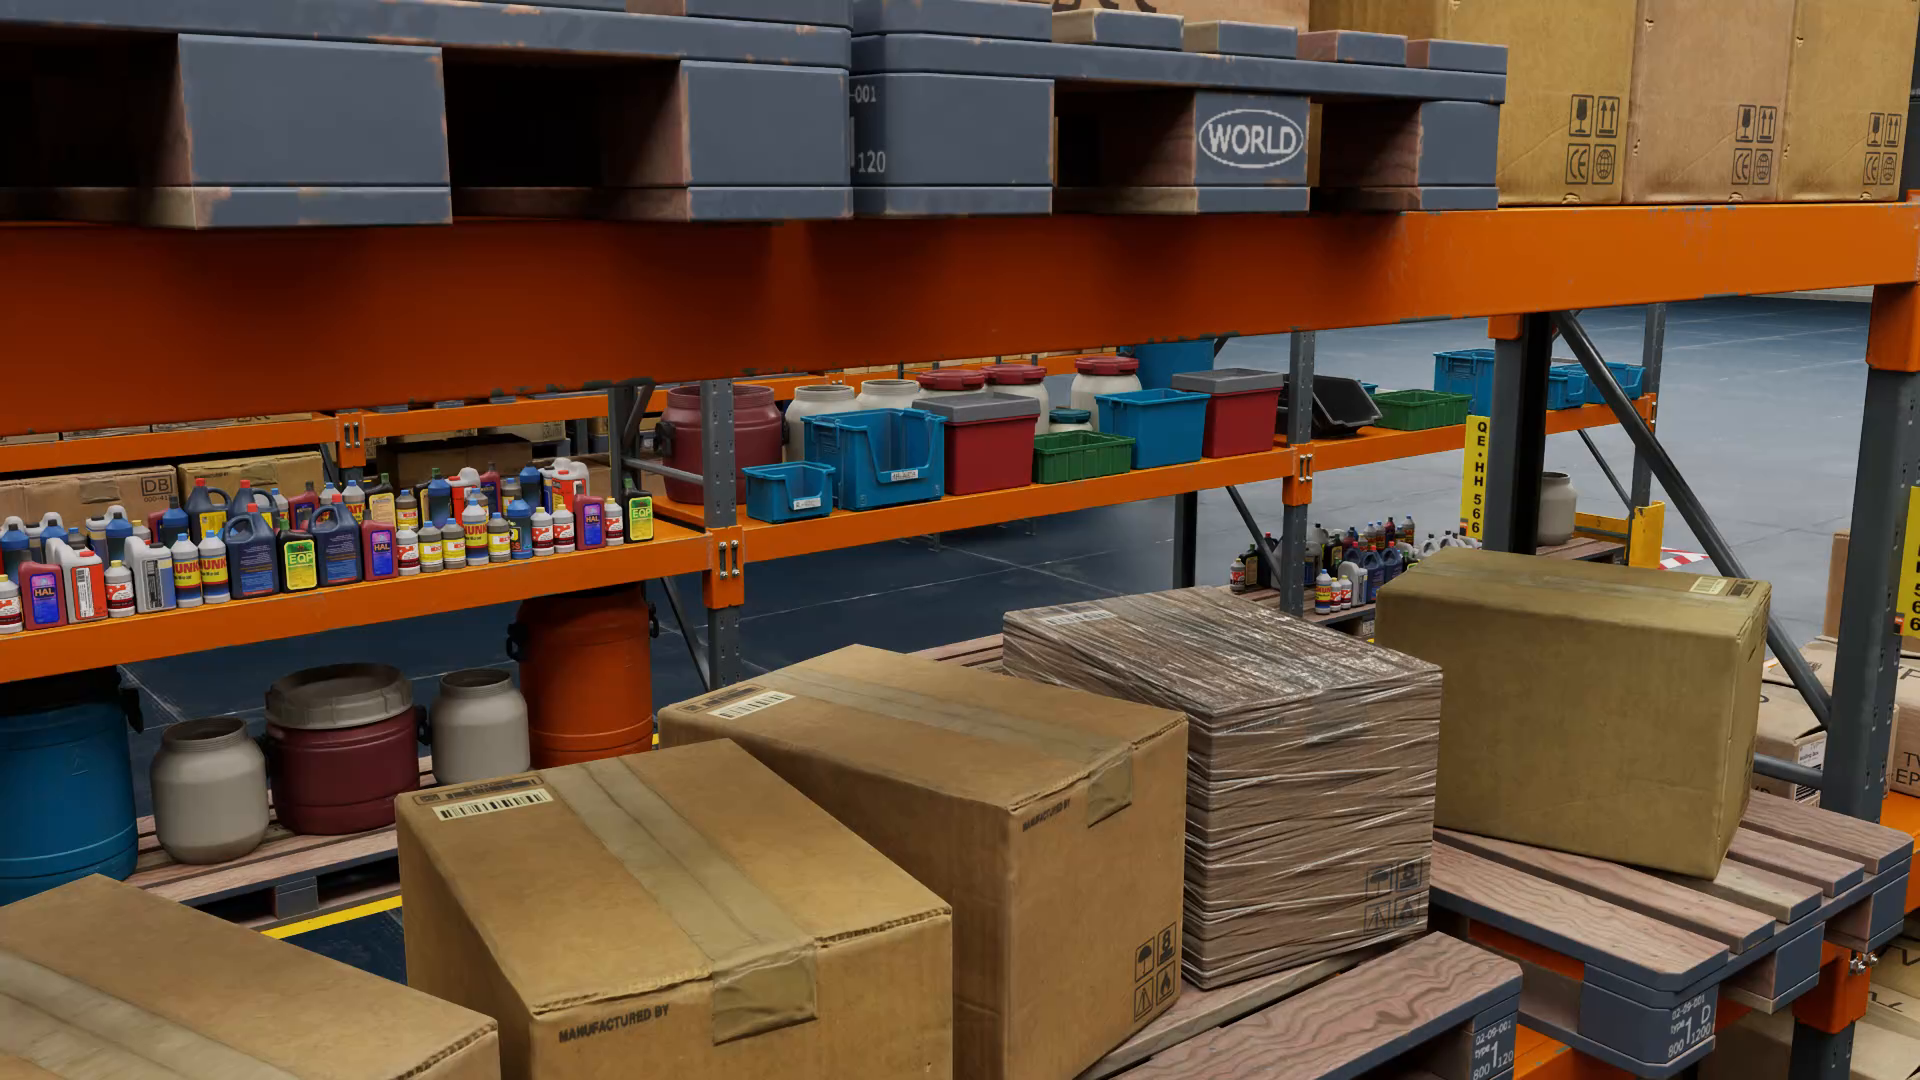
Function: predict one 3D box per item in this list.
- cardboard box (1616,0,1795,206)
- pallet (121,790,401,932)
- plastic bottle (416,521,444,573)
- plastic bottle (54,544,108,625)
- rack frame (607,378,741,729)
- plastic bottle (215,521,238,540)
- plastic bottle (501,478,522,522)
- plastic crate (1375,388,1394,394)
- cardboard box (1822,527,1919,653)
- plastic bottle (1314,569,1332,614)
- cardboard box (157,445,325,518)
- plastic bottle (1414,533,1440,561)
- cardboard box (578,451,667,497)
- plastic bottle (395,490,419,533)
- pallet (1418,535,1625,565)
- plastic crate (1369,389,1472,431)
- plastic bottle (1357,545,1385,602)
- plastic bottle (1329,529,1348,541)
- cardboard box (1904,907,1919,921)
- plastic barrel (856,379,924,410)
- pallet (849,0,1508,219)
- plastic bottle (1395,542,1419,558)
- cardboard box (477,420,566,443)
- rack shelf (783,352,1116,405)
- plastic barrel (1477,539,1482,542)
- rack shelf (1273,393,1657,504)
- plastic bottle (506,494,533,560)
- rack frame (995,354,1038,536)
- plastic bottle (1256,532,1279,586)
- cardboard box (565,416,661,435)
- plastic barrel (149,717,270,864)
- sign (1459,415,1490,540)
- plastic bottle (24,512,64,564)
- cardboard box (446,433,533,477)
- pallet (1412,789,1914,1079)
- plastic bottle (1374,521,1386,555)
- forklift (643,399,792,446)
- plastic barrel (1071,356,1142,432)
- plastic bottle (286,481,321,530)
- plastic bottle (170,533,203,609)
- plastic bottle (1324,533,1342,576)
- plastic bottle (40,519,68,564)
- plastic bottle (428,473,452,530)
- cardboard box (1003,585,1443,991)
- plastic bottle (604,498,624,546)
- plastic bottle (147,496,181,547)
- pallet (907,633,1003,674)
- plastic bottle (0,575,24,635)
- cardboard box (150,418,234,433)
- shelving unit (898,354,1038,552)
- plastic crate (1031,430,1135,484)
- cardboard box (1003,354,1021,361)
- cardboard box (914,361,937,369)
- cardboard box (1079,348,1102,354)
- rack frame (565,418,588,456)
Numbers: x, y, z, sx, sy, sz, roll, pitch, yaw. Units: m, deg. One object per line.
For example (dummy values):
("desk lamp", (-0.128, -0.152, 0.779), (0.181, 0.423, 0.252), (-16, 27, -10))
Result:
("cardboard box", (1.003, -0.895, 3.161), (0.500, 0.500, 0.910), (-9, 15, -38))
("pallet", (-2.912, 1.319, 6.908), (1.213, 0.211, 1.003), (-9, 15, -38))
("plastic bottle", (-2.158, 0.025, 6.766), (0.097, 0.201, 0.097), (0, 12, 0))
("plastic bottle", (-3.172, 0.150, 5.999), (0.135, 0.276, 0.152), (-9, 15, -38))
("rack frame", (-1.371, -0.311, 7.873), (0.127, 3.000, 1.000), (-9, 15, -38))
("plastic bottle", (-2.821, 0.063, 6.420), (0.097, 0.271, 0.097), (0, 12, 0))
("plastic bottle", (-2.094, -0.187, 7.767), (0.097, 0.201, 0.097), (0, 12, 0))
("plastic crate", (2.863, -0.953, 11.530), (0.437, 0.136, 0.530), (-9, 15, -38))
("cardboard box", (3.021, 0.223, 5.115), (0.500, 0.500, 0.500), (-11, 16, -41))
("plastic bottle", (2.276, 0.319, 10.415), (0.097, 0.271, 0.097), (0, 12, 0))
("cardboard box", (-5.017, -0.194, 11.427), (0.875, 0.875, 1.225), (-10, 16, -40))
("plastic bottle", (3.122, 0.133, 11.098), (0.185, 0.351, 0.144), (-10, 15, -38))
("cardboard box", (-2.655, -0.418, 13.336), (0.500, 0.500, 0.700), (-11, 16, -42))
("plastic bottle", (-2.484, -0.122, 7.462), (0.097, 0.201, 0.097), (0, 12, 0))
("pallet", (4.209, 0.137, 12.477), (1.213, 0.211, 1.003), (-9, 15, -38))
("plastic crate", (2.989, -0.857, 10.953), (0.662, 0.188, 0.450), (-9, 15, -38))
("plastic bottle", (2.642, 0.213, 10.723), (0.185, 0.351, 0.144), (-9, 15, -36))
("plastic bottle", (2.607, 0.069, 11.579), (0.135, 0.276, 0.152), (-9, 15, -37))
("cardboard box", (3.118, 1.202, 5.004), (0.500, 0.311, 0.500), (-10, 16, -39))
("plastic barrel", (-0.372, -0.589, 8.911), (0.421, 0.512, 0.421), (0, 12, 0))
("pallet", (-0.042, -0.572, 2.332), (1.003, 0.211, 1.213), (-9, 15, -38))
("plastic bottle", (3.010, 0.149, 11.204), (0.135, 0.276, 0.152), (-9, 15, -38))
("cardboard box", (-4.789, -1.461, 17.693), (0.750, 0.750, 1.050), (-10, 15, -38))
("rack shelf", (0.220, -1.541, 15.397), (4.000, 0.370, 1.077), (-9, 15, -38))
("plastic barrel", (4.019, -0.175, 12.210), (0.421, 0.512, 0.421), (0, 12, 0))
("rack shelf", (3.315, -0.738, 11.614), (4.000, 0.370, 1.077), (-9, 15, -38))
("plastic bottle", (-1.854, -0.059, 6.997), (0.097, 0.271, 0.097), (0, 12, 0))
("rack frame", (0.464, -0.811, 13.836), (0.032, 1.500, 0.500), (-9, 15, -38))
("plastic bottle", (2.076, 0.120, 11.160), (0.185, 0.351, 0.144), (-10, 16, -39))
("cardboard box", (-3.826, -1.688, 18.459), (0.875, 0.875, 0.875), (-9, 15, -37))
("plastic barrel", (-3.009, 1.001, 6.672), (0.421, 0.512, 0.421), (0, 12, 0))
("sign", (1.372, -0.163, 4.389), (0.005, 0.325, 0.100), (-9, 15, -38))
("plastic bottle", (-3.604, 0.035, 6.543), (0.135, 0.276, 0.152), (-9, 15, -38))
("cardboard box", (-3.552, -0.636, 12.556), (0.500, 0.250, 0.500), (-7, 14, -31))
("pallet", (1.235, 0.686, 3.639), (1.003, 0.211, 1.213), (-9, 15, -38))
("plastic bottle", (2.998, -0.001, 11.920), (0.097, 0.271, 0.097), (0, 12, 0))
("forklift", (-2.516, -1.812, 15.106), (3.031, 2.935, 1.130), (-10, 15, -39))
("plastic barrel", (0.869, -0.808, 9.886), (0.433, 0.535, 0.433), (0, 12, 0))
("plastic bottle", (-2.841, -0.108, 7.196), (0.133, 0.283, 0.061), (-9, 15, -38))
("plastic bottle", (-2.883, 0.112, 6.191), (0.097, 0.271, 0.097), (0, 12, 0))
("plastic bottle", (2.562, 0.099, 11.419), (0.133, 0.283, 0.061), (-9, 15, -38))
("plastic bottle", (-3.512, 0.055, 6.459), (0.097, 0.271, 0.097), (0, 12, 0))
("plastic bottle", (-2.341, -0.164, 7.490), (0.097, 0.271, 0.097), (0, 12, 0))
("cardboard box", (0.466, 0.426, 3.149), (0.500, 0.500, 0.700), (-6, 13, -27))
("plastic bottle", (-1.521, -0.080, 7.264), (0.097, 0.201, 0.097), (0, 12, 0))
("plastic bottle", (-3.271, -0.037, 6.860), (0.133, 0.283, 0.061), (-9, 15, -38))
("pallet", (0.211, 0.801, 9.348), (1.213, 0.211, 1.003), (-9, 15, -38))
("plastic bottle", (-3.349, 0.223, 5.834), (0.097, 0.201, 0.097), (0, 12, 0))
("cardboard box", (-5.088, -0.996, 10.855), (0.500, 0.500, 0.500), (-10, 15, -38))
("shelving unit", (0.067, -0.745, 13.525), (1.048, 1.500, 0.538), (-9, 15, -38))
("plastic crate", (0.569, -0.455, 9.059), (0.662, 0.188, 0.450), (-9, 15, -38))
("cardboard box", (0.344, -1.726, 15.142), (0.250, 0.149, 0.380), (-9, 15, -38))
("cardboard box", (-0.415, -1.591, 14.505), (0.250, 0.149, 0.380), (-9, 15, -38))
("cardboard box", (1.125, -1.856, 15.754), (0.250, 0.149, 0.380), (-9, 15, -38))
("rack frame", (-4.361, -2.451, 17.951), (0.127, 3.000, 1.000), (-9, 15, -38))
